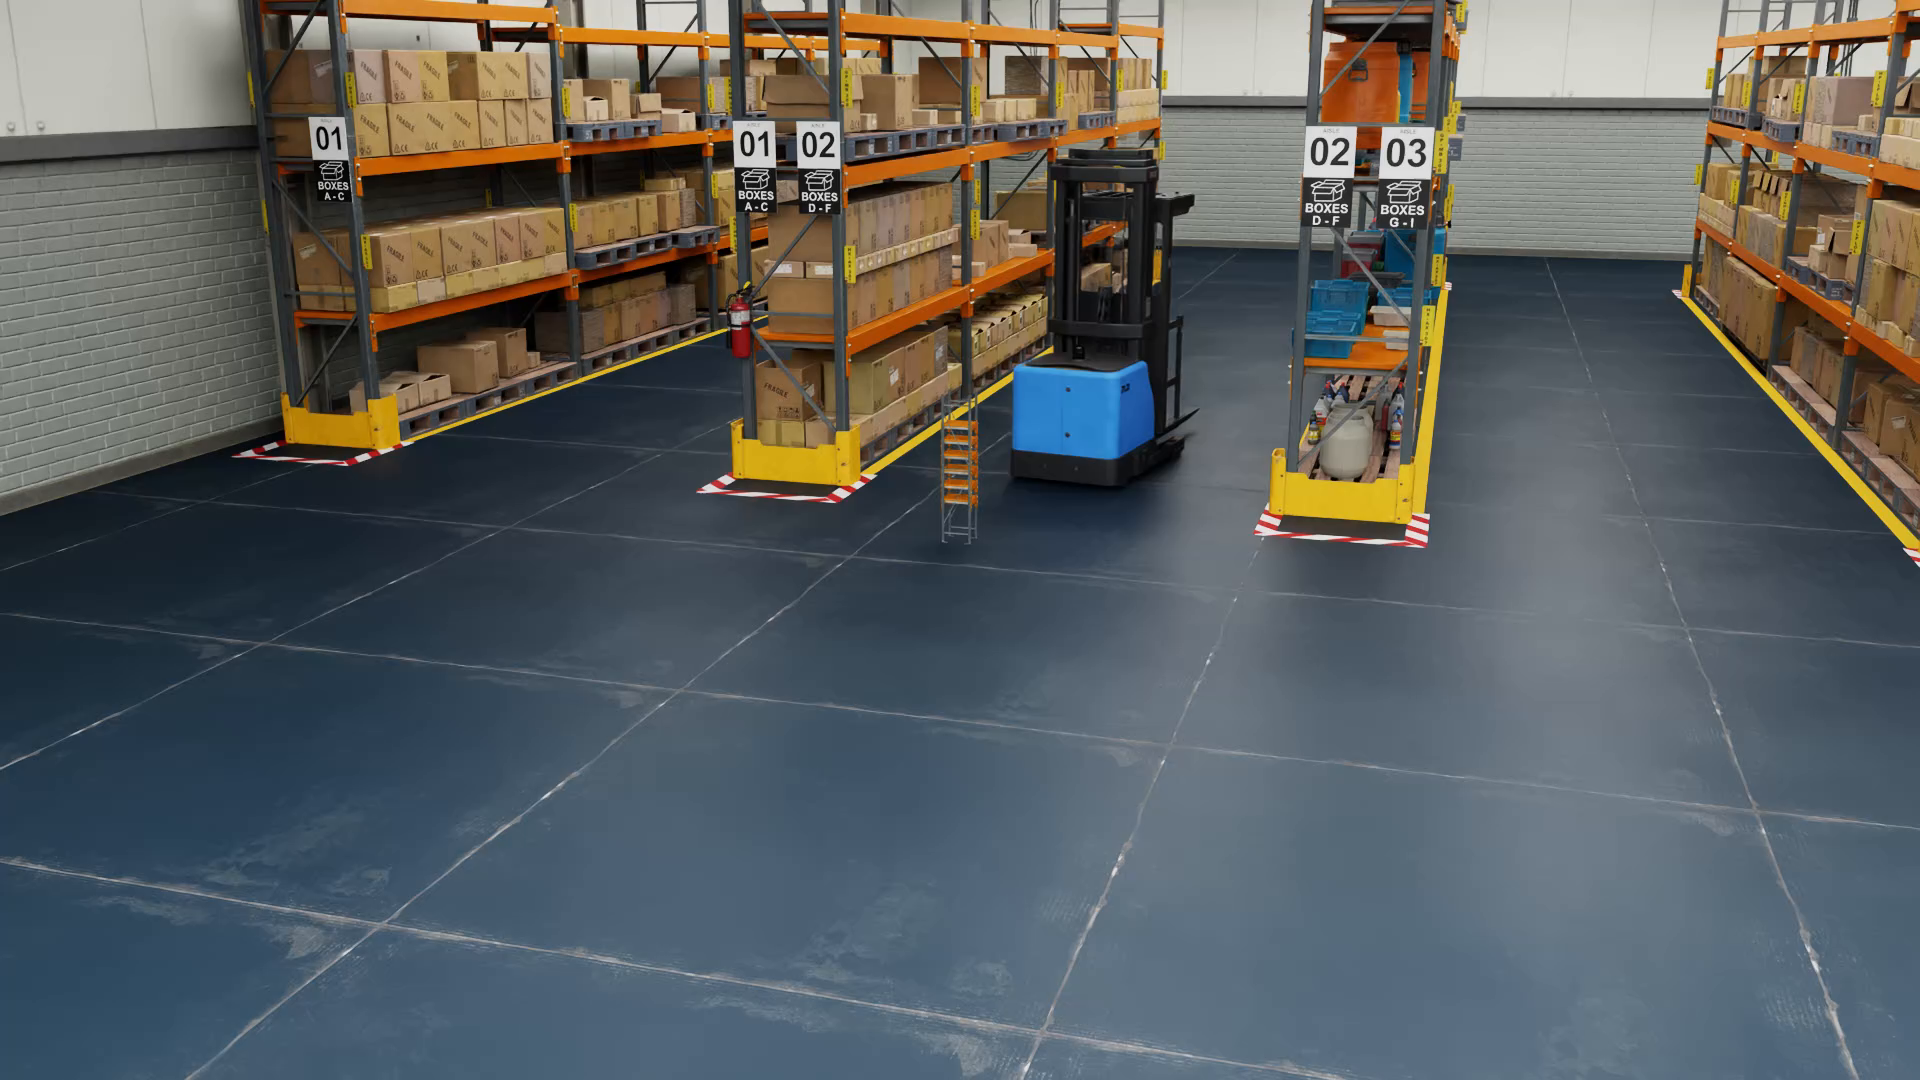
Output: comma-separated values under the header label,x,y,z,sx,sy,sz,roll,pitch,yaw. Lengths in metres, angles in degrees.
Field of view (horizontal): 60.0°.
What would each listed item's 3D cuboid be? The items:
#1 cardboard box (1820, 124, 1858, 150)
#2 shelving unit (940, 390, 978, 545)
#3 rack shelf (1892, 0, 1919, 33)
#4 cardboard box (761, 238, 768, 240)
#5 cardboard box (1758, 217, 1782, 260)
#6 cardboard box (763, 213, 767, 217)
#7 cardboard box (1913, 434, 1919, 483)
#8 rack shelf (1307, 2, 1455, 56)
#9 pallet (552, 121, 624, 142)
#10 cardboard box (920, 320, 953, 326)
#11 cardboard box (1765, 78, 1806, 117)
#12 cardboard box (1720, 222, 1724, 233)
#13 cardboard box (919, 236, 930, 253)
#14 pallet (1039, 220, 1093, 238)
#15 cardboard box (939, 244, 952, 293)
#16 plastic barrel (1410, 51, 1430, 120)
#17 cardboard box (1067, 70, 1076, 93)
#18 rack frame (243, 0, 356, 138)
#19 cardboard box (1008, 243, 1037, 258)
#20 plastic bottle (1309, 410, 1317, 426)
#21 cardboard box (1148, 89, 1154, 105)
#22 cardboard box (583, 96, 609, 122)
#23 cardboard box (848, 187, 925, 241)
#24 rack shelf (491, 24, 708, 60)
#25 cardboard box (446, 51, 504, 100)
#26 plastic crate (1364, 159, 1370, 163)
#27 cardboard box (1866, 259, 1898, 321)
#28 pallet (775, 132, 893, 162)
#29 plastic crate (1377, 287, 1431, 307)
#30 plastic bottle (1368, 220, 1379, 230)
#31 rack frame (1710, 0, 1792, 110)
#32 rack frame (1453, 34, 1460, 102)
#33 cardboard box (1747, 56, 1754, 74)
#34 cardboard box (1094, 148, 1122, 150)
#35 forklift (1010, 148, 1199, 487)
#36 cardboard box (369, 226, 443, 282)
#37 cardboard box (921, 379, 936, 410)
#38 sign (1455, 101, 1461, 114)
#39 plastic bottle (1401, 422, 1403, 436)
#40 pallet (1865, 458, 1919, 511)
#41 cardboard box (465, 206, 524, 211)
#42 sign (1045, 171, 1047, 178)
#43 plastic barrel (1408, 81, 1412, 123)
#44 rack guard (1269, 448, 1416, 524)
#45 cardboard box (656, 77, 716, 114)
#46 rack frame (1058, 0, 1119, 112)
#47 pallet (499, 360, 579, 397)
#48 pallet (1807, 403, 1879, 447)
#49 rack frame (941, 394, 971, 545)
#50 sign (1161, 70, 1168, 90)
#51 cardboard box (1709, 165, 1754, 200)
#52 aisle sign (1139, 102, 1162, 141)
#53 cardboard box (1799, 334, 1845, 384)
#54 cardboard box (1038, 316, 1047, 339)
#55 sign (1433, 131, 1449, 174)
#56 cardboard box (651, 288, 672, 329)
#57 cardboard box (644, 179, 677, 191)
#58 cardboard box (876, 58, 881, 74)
label,x,y,z,sx,sy,sz,roll,pitch,yaw
cardboard box,9.607,-4.346,17.933,0.500,0.250,0.500,5,17,17
shelving unit,-0.004,-0.573,13.152,0.258,1.200,0.189,5,16,16
rack shelf,8.563,-4.317,13.382,1.077,0.370,4.000,5,16,16
cardboard box,-2.903,-4.534,26.989,0.750,0.750,0.750,5,17,17
cardboard box,10.463,-3.810,21.083,0.500,0.500,0.500,4,16,14
cardboard box,-3.155,-5.211,25.440,0.500,0.500,0.500,5,17,17
cardboard box,8.521,-0.738,14.245,0.500,0.500,0.500,6,17,21
rack shelf,3.814,-4.510,14.790,1.077,0.370,4.000,5,16,16
pallet,-4.838,-4.960,20.166,1.213,0.211,1.003,5,16,16
cardboard box,-0.383,-2.484,19.833,0.500,0.311,0.500,5,17,17
cardboard box,11.250,-5.935,22.307,0.700,0.500,0.500,5,17,17
cardboard box,11.397,-4.581,24.442,0.380,0.149,0.250,5,17,17
cardboard box,-0.528,-3.077,17.309,0.380,0.149,0.250,5,16,16
pallet,1.320,-4.534,24.169,1.003,0.211,1.213,5,16,16
cardboard box,-0.485,-3.002,18.234,0.700,0.500,0.500,4,16,14
plastic barrel,5.684,-5.732,20.988,0.600,0.830,0.708,5,16,16
cardboard box,1.318,-6.430,23.868,0.600,0.600,0.600,4,16,14
rack frame,-6.253,-5.293,15.501,1.000,3.000,0.127,5,16,16
cardboard box,0.781,-3.740,21.477,0.380,0.149,0.250,5,16,16
plastic bottle,3.363,-1.090,15.848,0.061,0.283,0.133,5,17,17
cardboard box,3.001,-7.537,28.265,0.500,0.250,0.500,5,16,16
cardboard box,-4.709,-5.354,20.605,0.500,0.311,0.500,5,17,18
cardboard box,-0.771,-3.363,17.128,0.700,0.500,0.500,5,16,16
rack shelf,-4.548,-6.325,21.188,1.077,0.370,4.000,5,16,16
cardboard box,-5.282,-5.002,17.918,0.500,0.500,0.500,4,16,14
plastic crate,3.673,-3.635,15.539,0.336,0.188,0.450,5,16,16
cardboard box,8.768,-2.252,15.042,0.875,0.500,0.500,5,16,16
pallet,-1.276,-3.608,15.217,1.003,0.211,1.213,5,16,16
plastic crate,4.328,-2.303,16.226,0.499,0.251,0.616,5,16,16
plastic bottle,5.635,-4.185,22.676,0.144,0.351,0.185,5,16,16
rack frame,12.542,-8.327,26.196,1.000,3.000,0.127,5,16,16
rack frame,7.793,-8.711,27.551,1.000,3.000,0.127,5,16,16
cardboard box,11.958,-7.015,24.558,0.500,0.250,0.500,4,16,14
cardboard box,2.525,-6.506,28.755,0.500,0.500,0.500,5,17,16
forklift,1.548,-2.243,15.865,1.130,2.935,3.031,7,17,24
cardboard box,-5.679,-2.936,17.046,0.500,0.500,0.500,5,16,16
cardboard box,-0.567,-1.550,17.565,0.500,0.250,0.500,5,16,16
sign,8.325,-7.179,27.839,0.100,0.325,0.005,5,16,16
plastic bottle,4.214,-1.096,16.020,0.097,0.201,0.097,0,16,0
pallet,8.630,-0.461,14.569,1.003,0.211,1.213,5,16,16
cardboard box,-5.450,-3.645,19.548,0.500,0.500,0.500,4,16,15
sign,1.386,-5.620,26.060,0.100,0.325,0.005,5,16,16
plastic barrel,4.892,-5.013,19.221,0.600,0.830,0.708,5,16,16
rack guard,3.222,-0.460,14.035,1.175,0.500,0.348,5,16,16
cardboard box,-3.899,-6.332,23.670,0.700,0.500,0.500,3,16,12
rack frame,1.908,-8.050,25.219,1.000,3.000,0.127,5,16,16
pallet,-5.273,-1.934,19.760,1.003,0.211,1.213,5,16,16
pallet,9.351,-1.164,17.045,1.003,0.211,1.213,5,16,16
rack frame,-0.030,-0.550,13.068,0.240,1.200,0.006,5,16,16
sign,3.571,-8.031,29.026,0.100,0.325,0.005,5,16,16
cardboard box,11.863,-5.501,25.583,0.500,0.500,0.500,4,16,14
aisle sign,3.358,-7.455,29.351,0.394,0.787,0.004,5,16,16
cardboard box,9.952,-2.034,18.778,0.700,0.500,0.500,3,16,11
cardboard box,0.856,-2.840,22.114,0.500,0.250,0.500,5,17,17
sign,3.772,-3.043,13.046,0.100,0.325,0.005,5,16,16
cardboard box,-4.392,-3.191,22.858,0.700,0.500,0.500,5,16,16
cardboard box,-4.126,-4.894,22.909,0.380,0.149,0.250,2,16,7
cardboard box,-1.652,-8.362,29.766,0.500,0.500,0.500,5,16,16
